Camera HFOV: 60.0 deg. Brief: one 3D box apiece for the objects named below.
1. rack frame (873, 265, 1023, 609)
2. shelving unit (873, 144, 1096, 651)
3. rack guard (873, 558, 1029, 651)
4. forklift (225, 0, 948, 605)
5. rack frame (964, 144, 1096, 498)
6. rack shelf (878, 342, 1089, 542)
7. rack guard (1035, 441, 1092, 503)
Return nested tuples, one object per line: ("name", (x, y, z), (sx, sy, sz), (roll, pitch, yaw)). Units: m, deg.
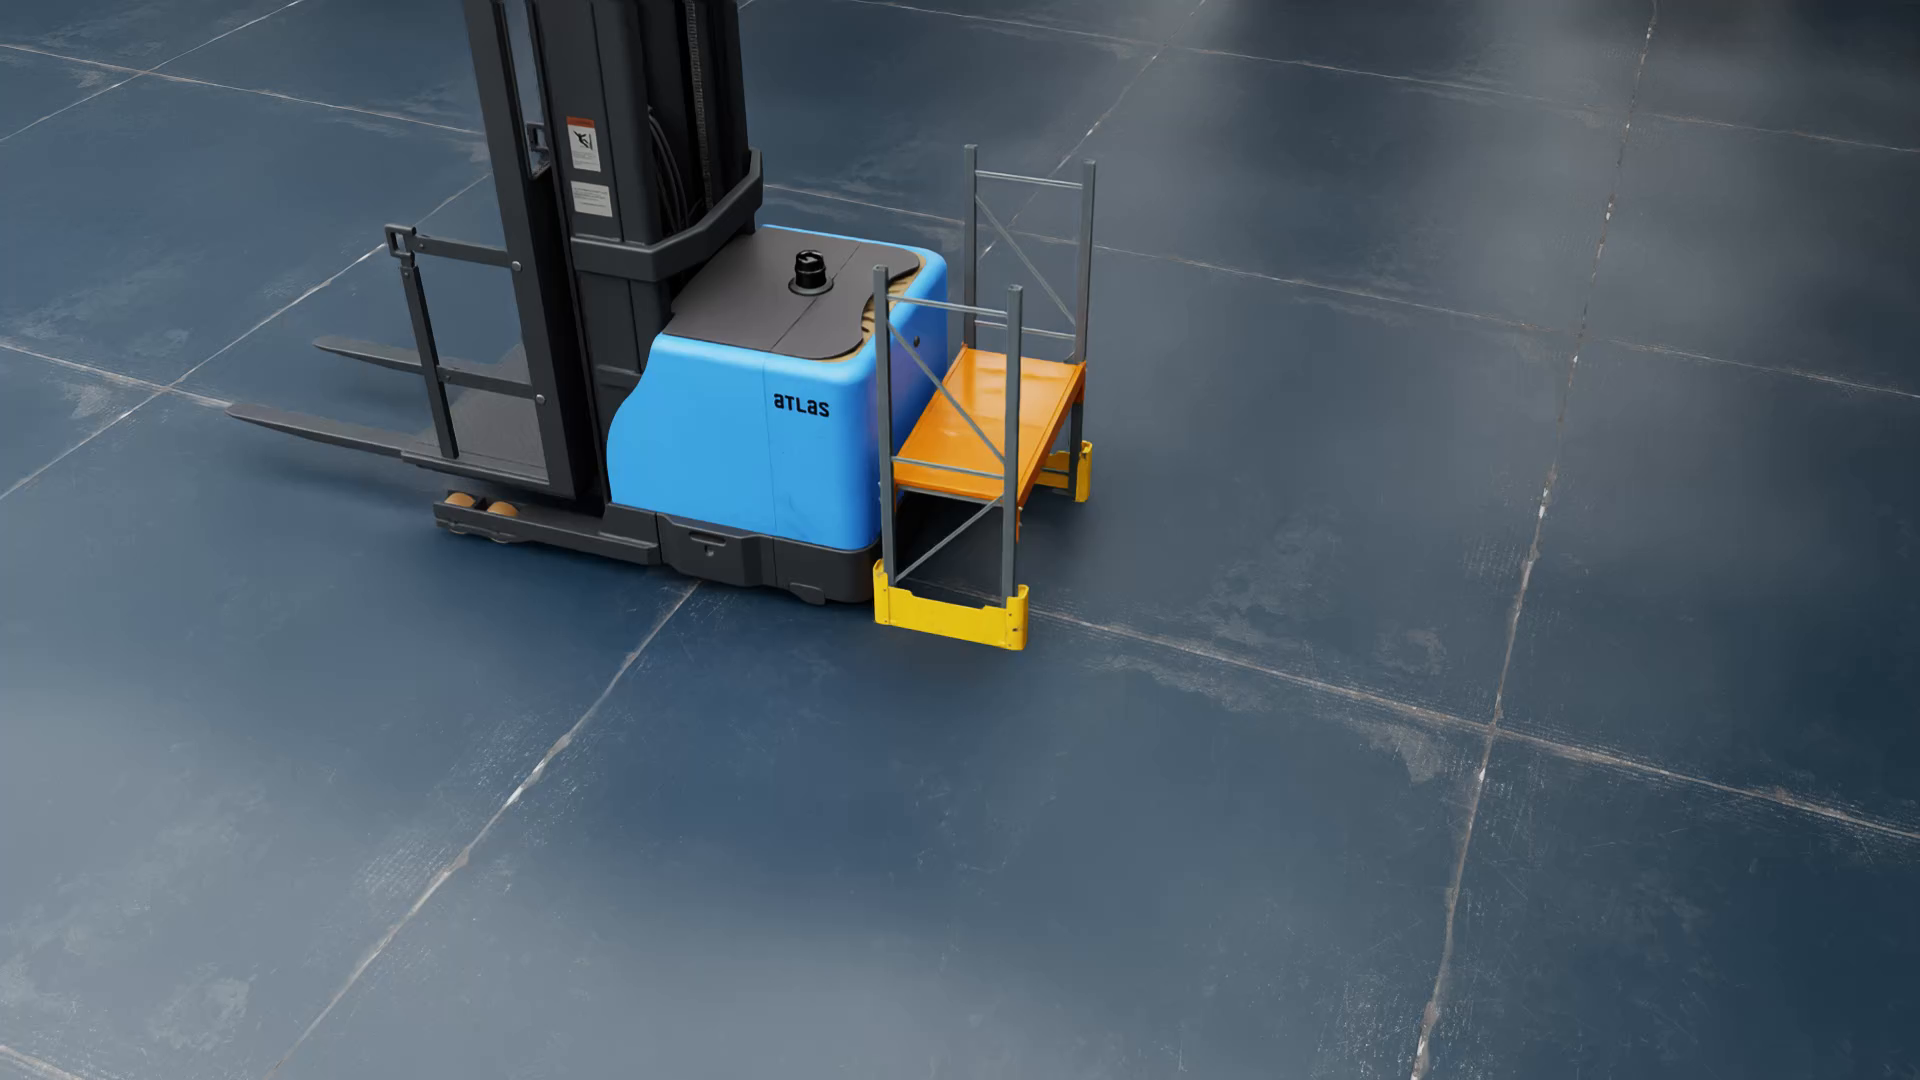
("rack frame", (-0.042, -0.248, 5.830), (0.500, 1.500, 0.032), (10, 38, 14))
("shelving unit", (0.111, -0.544, 6.226), (0.587, 1.500, 1.083), (10, 38, 14))
("rack guard", (-0.036, 0.241, 6.219), (0.587, 0.250, 0.087), (10, 38, 14))
("forklift", (-1.610, -1.447, 6.238), (3.031, 2.935, 1.130), (11, 38, 15))
("rack frame", (0.258, -0.830, 6.608), (0.500, 1.500, 0.032), (10, 38, 14))
("rack shelf", (0.108, -0.395, 6.326), (0.538, 0.185, 1.000), (10, 38, 14))
("rack guard", (0.258, -0.329, 6.981), (0.587, 0.250, 0.087), (10, 38, 14))
